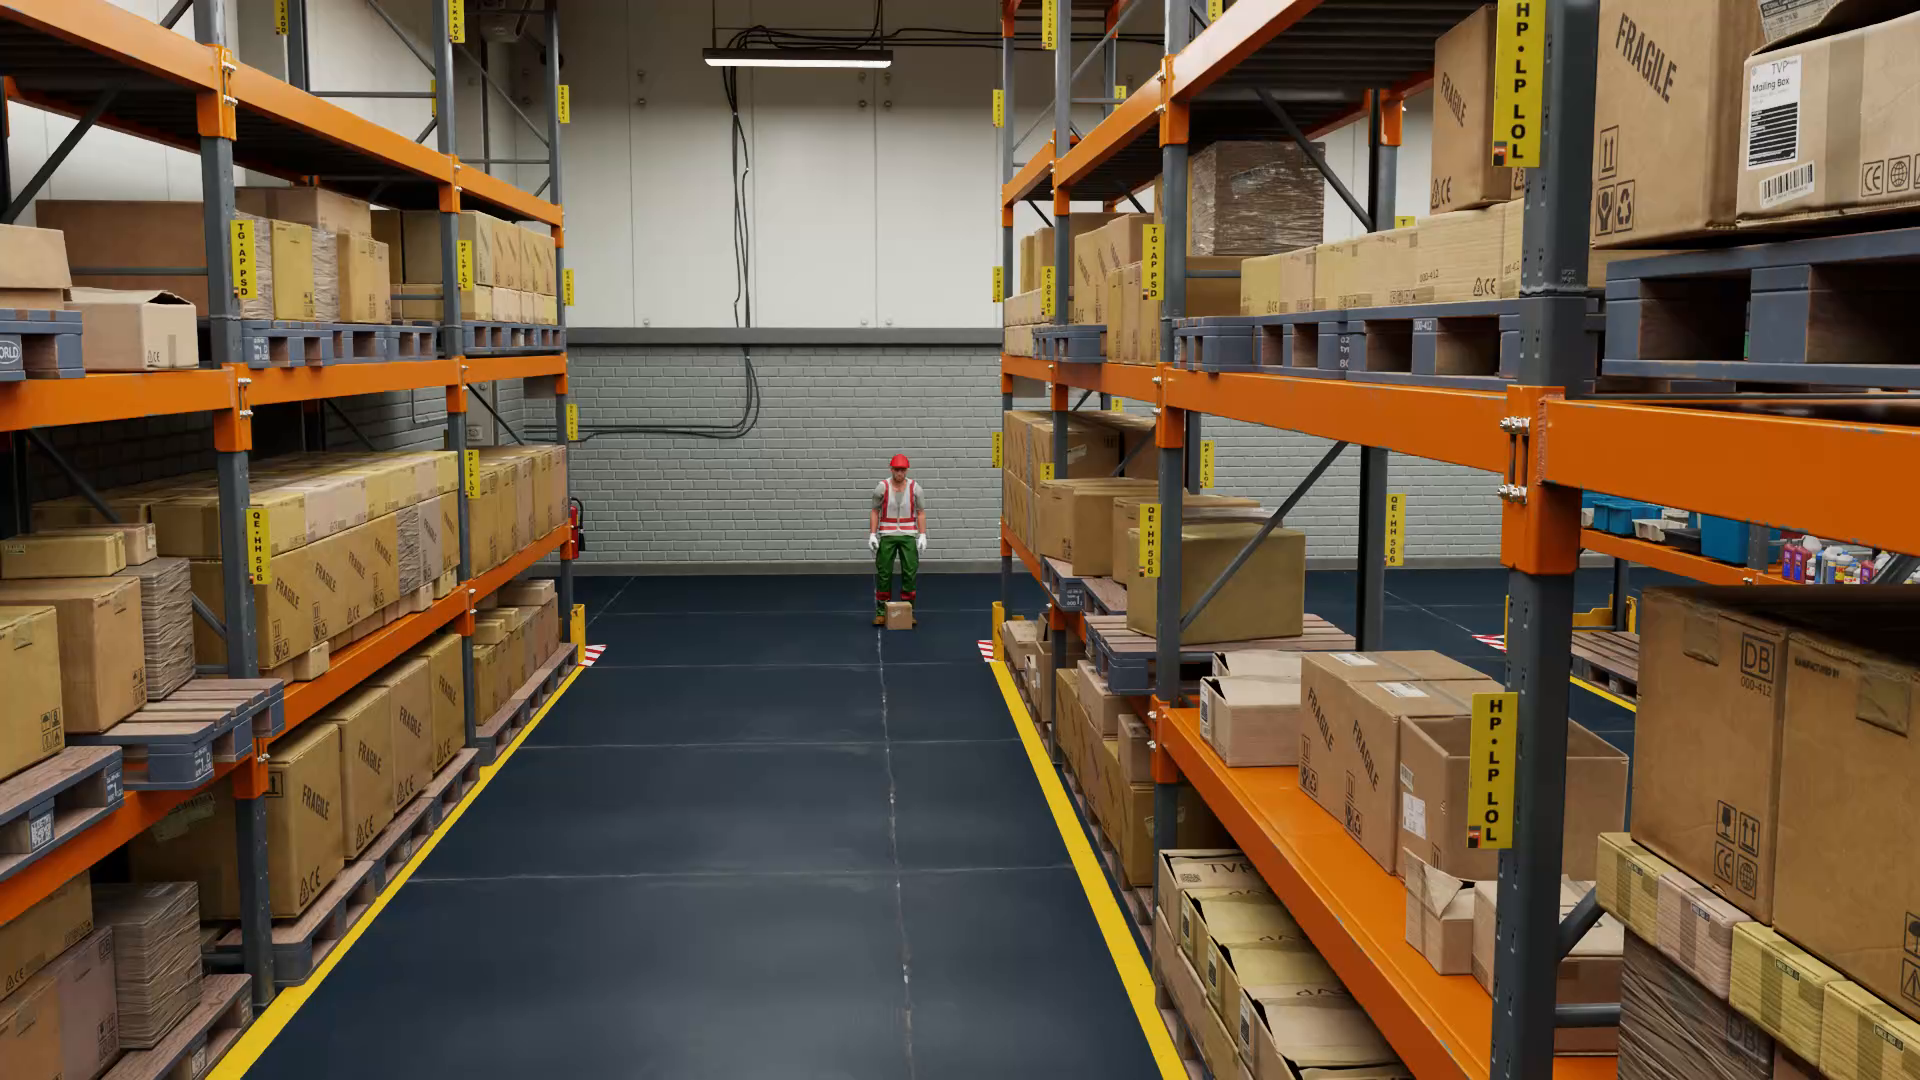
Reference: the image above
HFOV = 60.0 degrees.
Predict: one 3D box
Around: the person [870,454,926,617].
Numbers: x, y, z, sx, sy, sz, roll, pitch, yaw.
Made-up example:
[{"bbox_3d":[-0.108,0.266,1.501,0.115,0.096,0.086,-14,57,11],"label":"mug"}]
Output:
[{"bbox_3d":[-0.637,-0.036,17.229,0.556,1.722,0.449,0,7,-4],"label":"person"}]
